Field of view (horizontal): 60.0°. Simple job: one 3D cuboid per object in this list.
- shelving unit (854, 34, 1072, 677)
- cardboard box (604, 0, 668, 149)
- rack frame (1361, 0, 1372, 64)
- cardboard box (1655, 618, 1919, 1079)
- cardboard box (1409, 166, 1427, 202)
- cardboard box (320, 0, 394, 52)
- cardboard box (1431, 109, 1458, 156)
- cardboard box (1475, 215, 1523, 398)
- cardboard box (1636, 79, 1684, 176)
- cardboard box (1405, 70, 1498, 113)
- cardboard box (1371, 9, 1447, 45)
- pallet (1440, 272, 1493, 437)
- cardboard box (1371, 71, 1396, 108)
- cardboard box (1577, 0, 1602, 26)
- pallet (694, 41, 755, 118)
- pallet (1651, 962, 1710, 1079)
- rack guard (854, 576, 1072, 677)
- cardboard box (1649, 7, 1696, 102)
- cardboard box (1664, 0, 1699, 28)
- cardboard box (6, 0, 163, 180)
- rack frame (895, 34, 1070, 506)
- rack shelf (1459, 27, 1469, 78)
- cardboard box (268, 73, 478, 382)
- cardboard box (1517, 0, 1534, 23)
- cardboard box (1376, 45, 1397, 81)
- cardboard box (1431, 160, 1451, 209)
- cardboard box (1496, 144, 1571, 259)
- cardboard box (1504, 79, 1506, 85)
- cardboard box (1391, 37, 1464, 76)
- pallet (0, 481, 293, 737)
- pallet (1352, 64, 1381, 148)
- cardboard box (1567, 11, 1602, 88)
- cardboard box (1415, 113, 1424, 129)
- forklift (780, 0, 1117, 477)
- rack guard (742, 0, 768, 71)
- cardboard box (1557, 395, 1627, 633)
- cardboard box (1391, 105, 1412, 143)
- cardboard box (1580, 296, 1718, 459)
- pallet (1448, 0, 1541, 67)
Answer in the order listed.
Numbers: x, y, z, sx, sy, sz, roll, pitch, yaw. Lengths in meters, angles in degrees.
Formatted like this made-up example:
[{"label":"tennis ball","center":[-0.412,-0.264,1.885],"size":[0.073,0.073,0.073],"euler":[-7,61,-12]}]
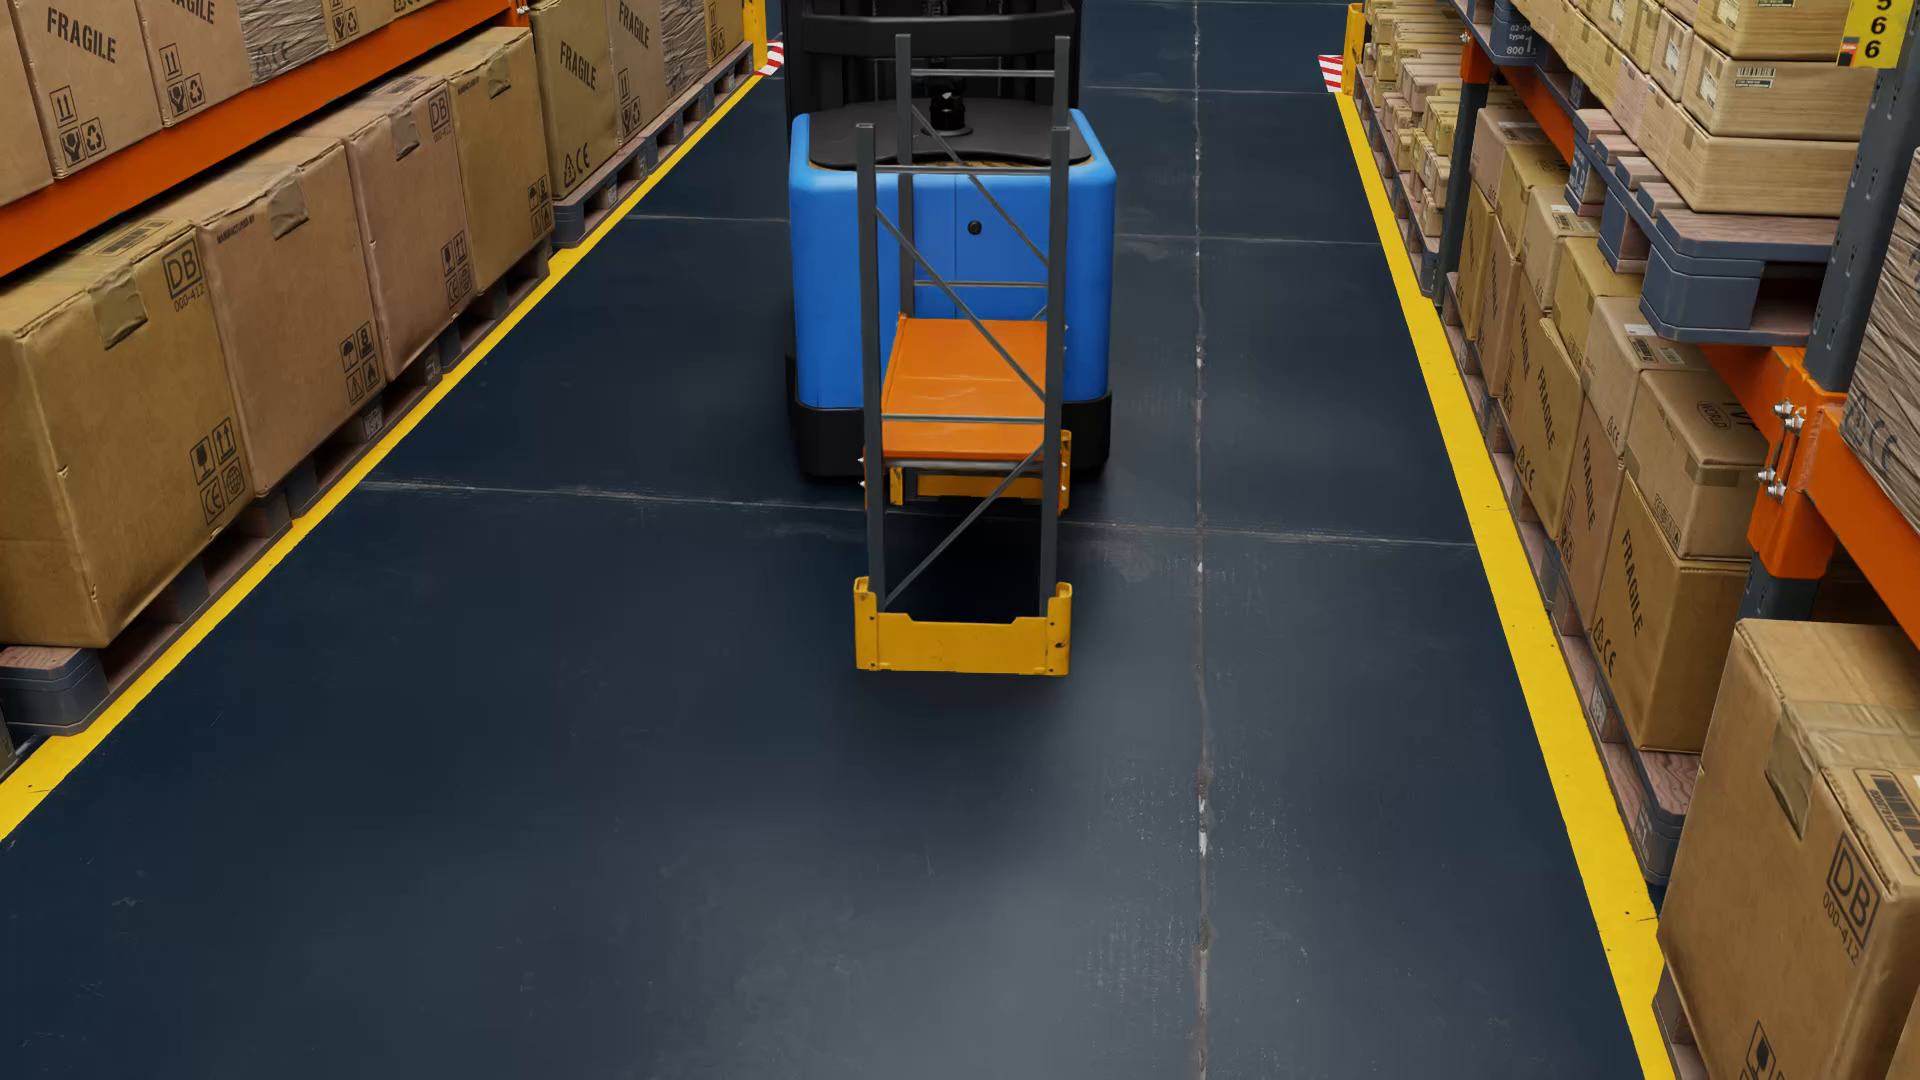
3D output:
[{"label":"shelving unit","center":[0.036,-0.549,4.687],"size":[0.587,1.500,1.083],"euler":[2,28,3]},{"label":"cardboard box","center":[-2.116,-2.617,8.742],"size":[0.875,0.875,0.875],"euler":[3,28,6]},{"label":"rack frame","center":[3.014,-4.185,9.855],"size":[1.000,3.000,0.127],"euler":[3,28,6]},{"label":"cardboard box","center":[1.870,0.668,2.777],"size":[1.050,0.750,0.750],"euler":[3,28,6]},{"label":"cardboard box","center":[2.317,-1.682,7.772],"size":[0.380,0.149,0.250],"euler":[2,28,5]},{"label":"cardboard box","center":[-2.297,-1.967,5.633],"size":[0.500,0.500,0.500],"euler":[3,28,6]},{"label":"cardboard box","center":[2.301,-1.799,7.362],"size":[0.380,0.149,0.250],"euler":[4,29,7]},{"label":"cardboard box","center":[2.107,-0.805,5.774],"size":[0.500,0.500,0.500],"euler":[5,29,8]},{"label":"cardboard box","center":[1.670,-0.869,3.523],"size":[0.380,0.149,0.250],"euler":[3,28,6]},{"label":"cardboard box","center":[2.375,-2.167,8.045],"size":[0.380,0.149,0.250],"euler":[2,28,4]},{"label":"cardboard box","center":[2.540,-2.902,9.409],"size":[0.380,0.149,0.250],"euler":[3,28,6]},{"label":"pallet","center":[2.430,-0.708,6.341],"size":[1.003,0.211,1.213],"euler":[3,28,6]},{"label":"cardboard box","center":[2.518,-2.527,9.342],"size":[0.380,0.149,0.250],"euler":[4,29,7]},{"label":"cardboard box","center":[1.767,-1.368,4.135],"size":[0.380,0.149,0.250],"euler":[3,28,6]},{"label":"pallet","center":[-1.916,-2.912,10.433],"size":[1.003,0.211,1.213],"euler":[3,28,6]},{"label":"pallet","center":[1.863,1.175,2.846],"size":[1.003,0.211,1.213],"euler":[3,28,6]},{"label":"rack guard","center":[0.007,0.237,4.546],"size":[0.587,0.250,0.087],"euler":[2,28,3]},{"label":"cardboard box","center":[1.674,-1.009,3.469],"size":[0.380,0.149,0.250],"euler":[4,29,8]},{"label":"cardboard box","center":[1.672,-1.131,3.381],"size":[0.380,0.149,0.250],"euler":[3,28,6]},{"label":"cardboard box","center":[-2.486,-1.255,4.311],"size":[0.500,0.500,0.500],"euler":[3,28,5]},{"label":"rack frame","center":[0.065,-0.785,5.126],"size":[0.500,1.500,0.032],"euler":[2,28,3]},{"label":"rack shelf","center":[2.769,-2.927,8.278],"size":[1.077,0.370,4.000],"euler":[3,28,6]},{"label":"cardboard box","center":[-2.553,-1.164,6.046],"size":[1.225,0.875,0.875],"euler":[2,28,4]},{"label":"cardboard box","center":[1.865,-1.603,4.884],"size":[0.380,0.149,0.250],"euler":[3,28,5]},{"label":"cardboard box","center":[2.524,-2.653,9.262],"size":[0.380,0.149,0.250],"euler":[4,29,8]},{"label":"cardboard box","center":[2.247,-1.529,7.176],"size":[0.380,0.149,0.250],"euler":[4,29,7]},{"label":"cardboard box","center":[2.109,-1.133,5.593],"size":[0.500,0.250,0.500],"euler":[4,29,8]},{"label":"cardboard box","center":[3.070,-2.372,8.739],"size":[0.380,0.149,0.250],"euler":[5,29,9]},{"label":"cardboard box","center":[2.471,-2.529,8.717],"size":[0.380,0.149,0.250],"euler":[4,29,7]},{"label":"pallet","center":[-2.705,0.106,4.831],"size":[1.003,0.211,1.213],"euler":[3,28,6]},{"label":"pallet","center":[2.870,-2.541,9.744],"size":[1.003,0.211,1.213],"euler":[3,28,6]},{"label":"cardboard box","center":[1.767,-1.234,4.200],"size":[0.380,0.149,0.250],"euler":[2,28,4]},{"label":"cardboard box","center":[2.423,-2.018,8.083],"size":[0.380,0.149,0.250],"euler":[4,29,7]},{"label":"forklift","center":[-0.122,-2.167,6.181],"size":[1.130,2.935,3.031],"euler":[-2,28,-4]},{"label":"rack guard","center":[-1.893,-3.431,11.092],"size":[1.175,0.500,0.348],"euler":[3,28,6]},{"label":"cardboard box","center":[1.922,-0.073,4.415],"size":[0.500,0.500,0.500],"euler":[4,29,8]},{"label":"cardboard box","center":[2.456,-2.158,8.655],"size":[0.380,0.149,0.250],"euler":[3,28,6]},{"label":"cardboard box","center":[1.909,-0.409,4.249],"size":[0.500,0.250,0.500],"euler":[4,29,7]},{"label":"pallet","center":[2.286,-1.866,5.754],"size":[1.003,0.211,1.213],"euler":[3,28,6]}]
